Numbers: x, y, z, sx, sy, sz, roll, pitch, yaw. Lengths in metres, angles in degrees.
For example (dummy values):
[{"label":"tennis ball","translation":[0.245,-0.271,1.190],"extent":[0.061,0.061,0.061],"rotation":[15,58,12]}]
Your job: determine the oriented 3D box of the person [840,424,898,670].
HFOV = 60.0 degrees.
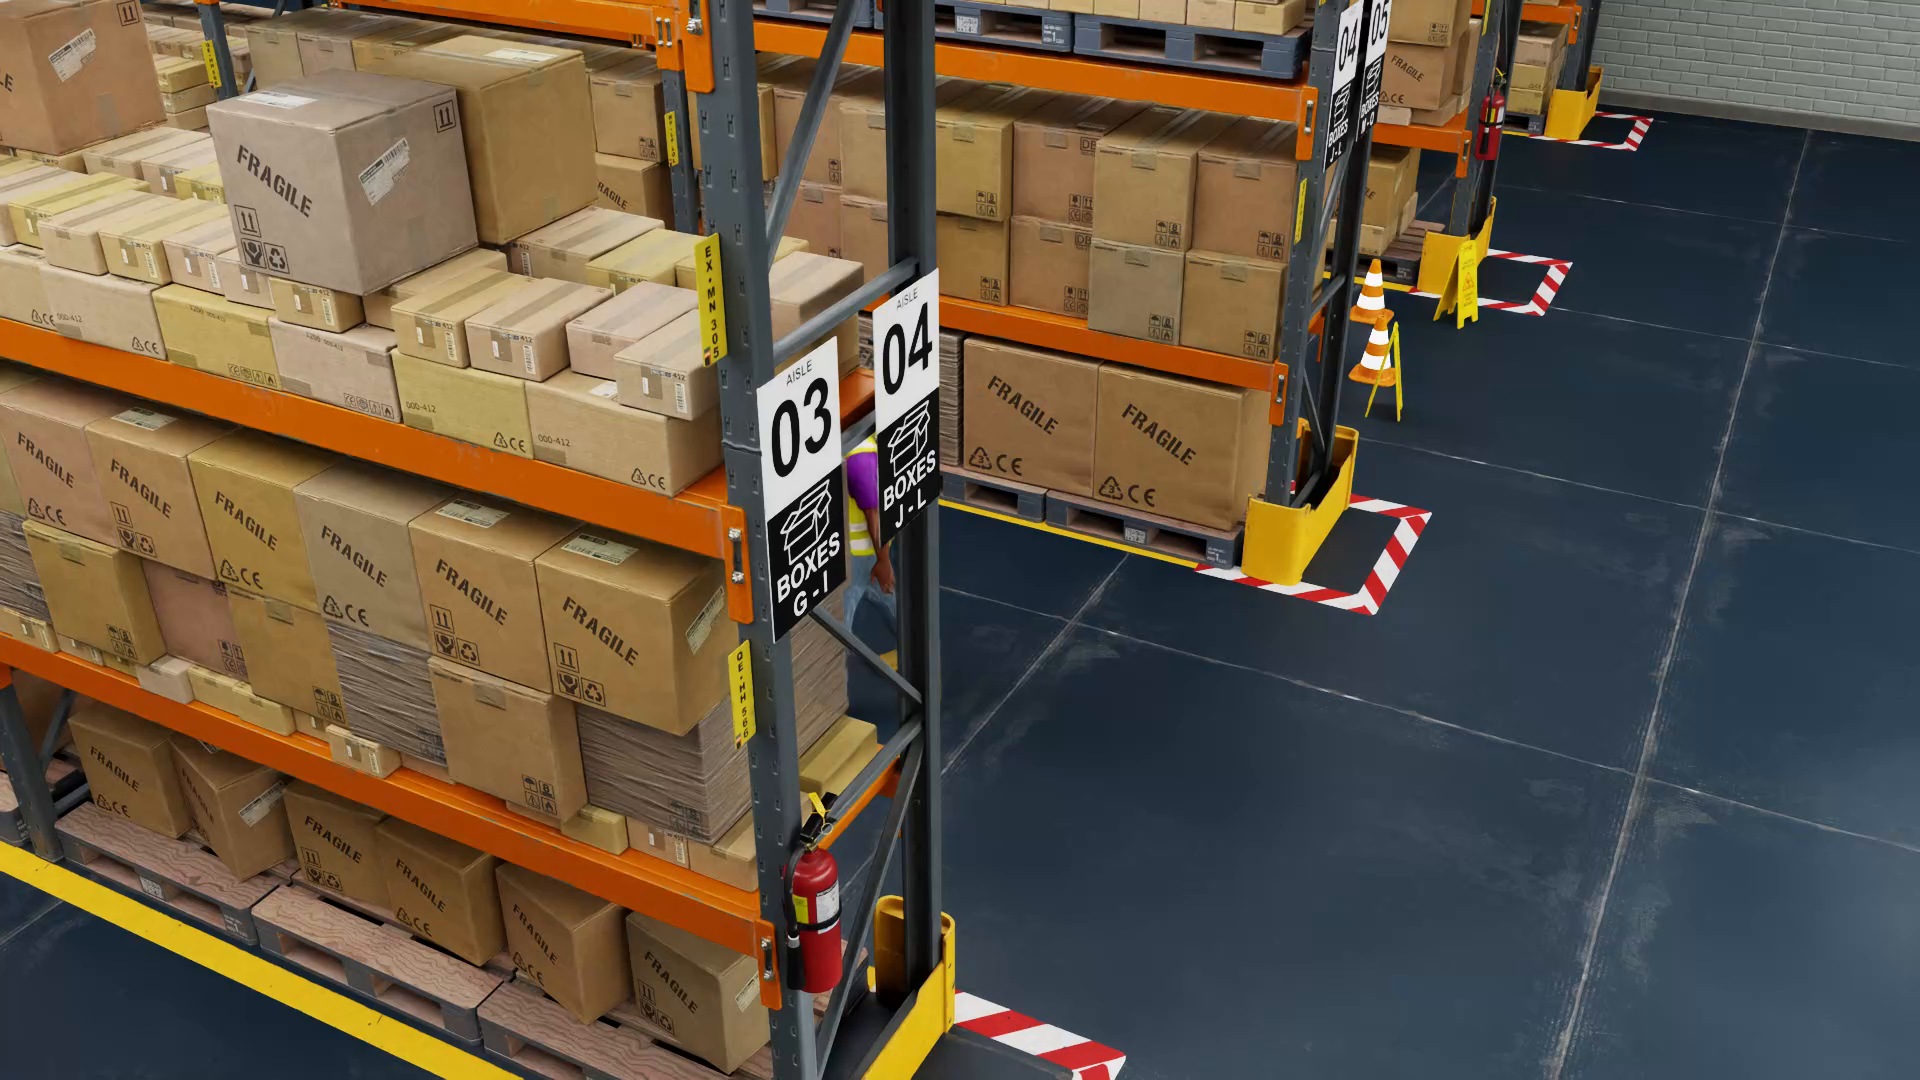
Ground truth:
[{"label":"person","translation":[-0.593,-0.001,8.261],"extent":[0.919,1.722,0.645],"rotation":[-8,31,-14]}]
